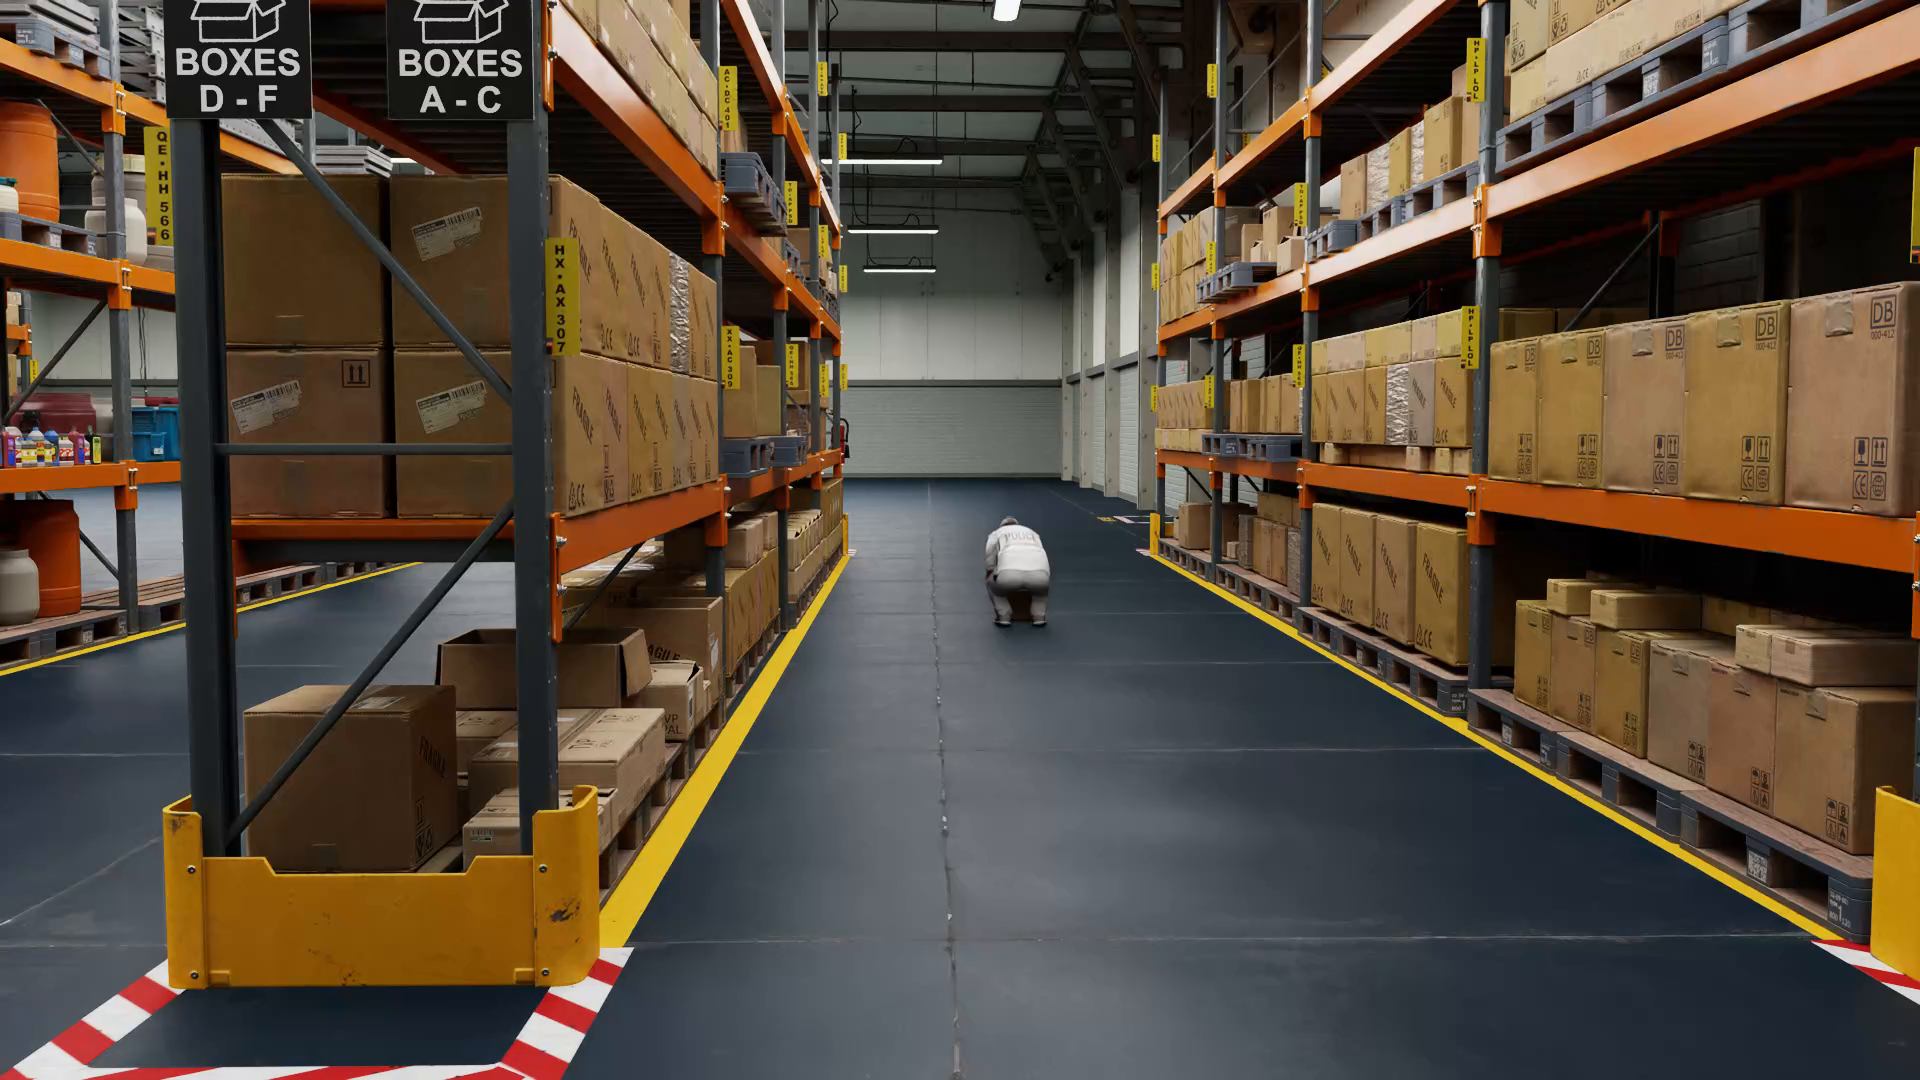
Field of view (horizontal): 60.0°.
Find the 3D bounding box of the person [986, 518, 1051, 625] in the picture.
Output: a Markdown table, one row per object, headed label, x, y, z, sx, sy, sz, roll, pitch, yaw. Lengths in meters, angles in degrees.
| label | x | y | z | sx | sy | sz | roll | pitch | yaw |
| --- | --- | --- | --- | --- | --- | --- | --- | --- | --- |
| person | 0.472 | 0.258 | 13.389 | 0.525 | 0.837 | 0.866 | 0 | 4 | -1 |
